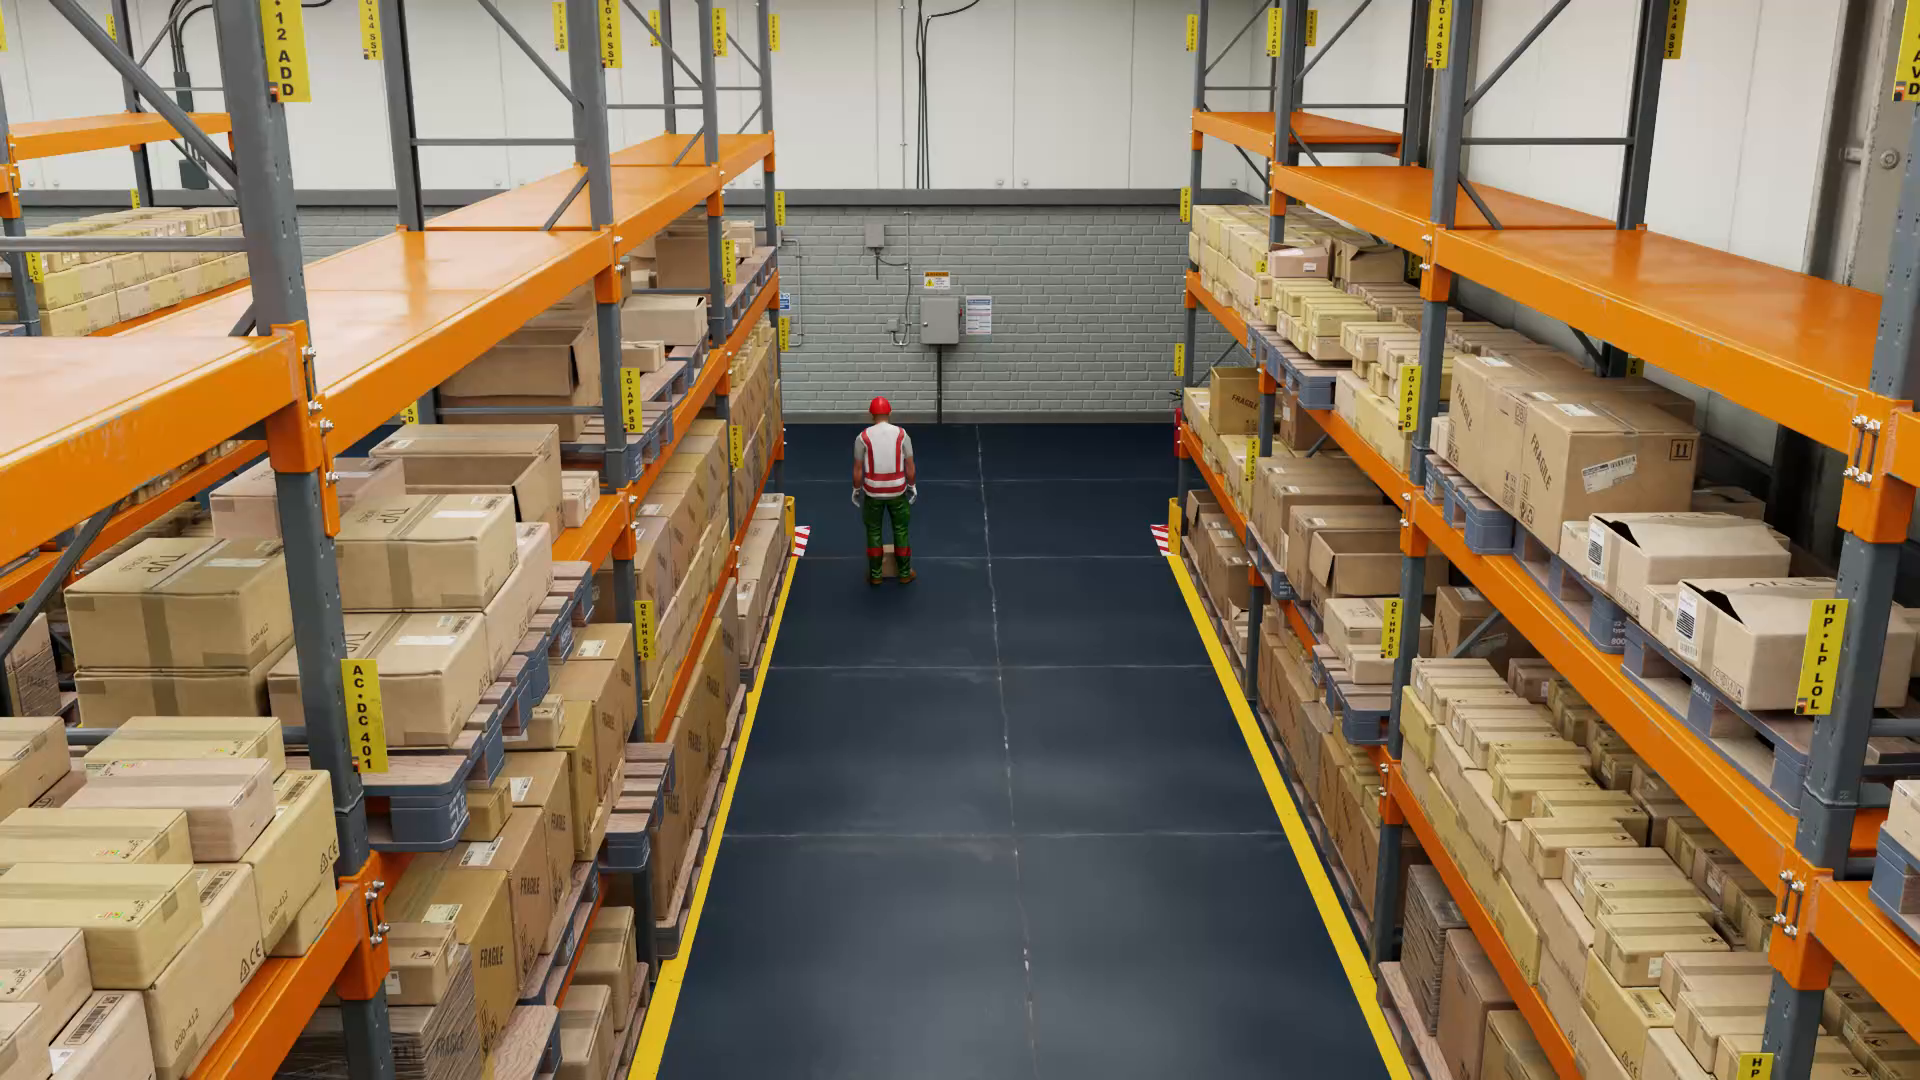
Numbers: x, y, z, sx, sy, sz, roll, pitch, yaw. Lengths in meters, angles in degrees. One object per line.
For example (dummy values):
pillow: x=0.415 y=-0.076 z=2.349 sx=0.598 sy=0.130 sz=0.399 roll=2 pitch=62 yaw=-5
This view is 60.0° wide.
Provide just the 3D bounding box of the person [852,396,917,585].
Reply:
person: x=-0.711 y=-0.462 z=15.628 sx=0.619 sy=1.779 sz=0.450 roll=-2 pitch=17 yaw=-6
